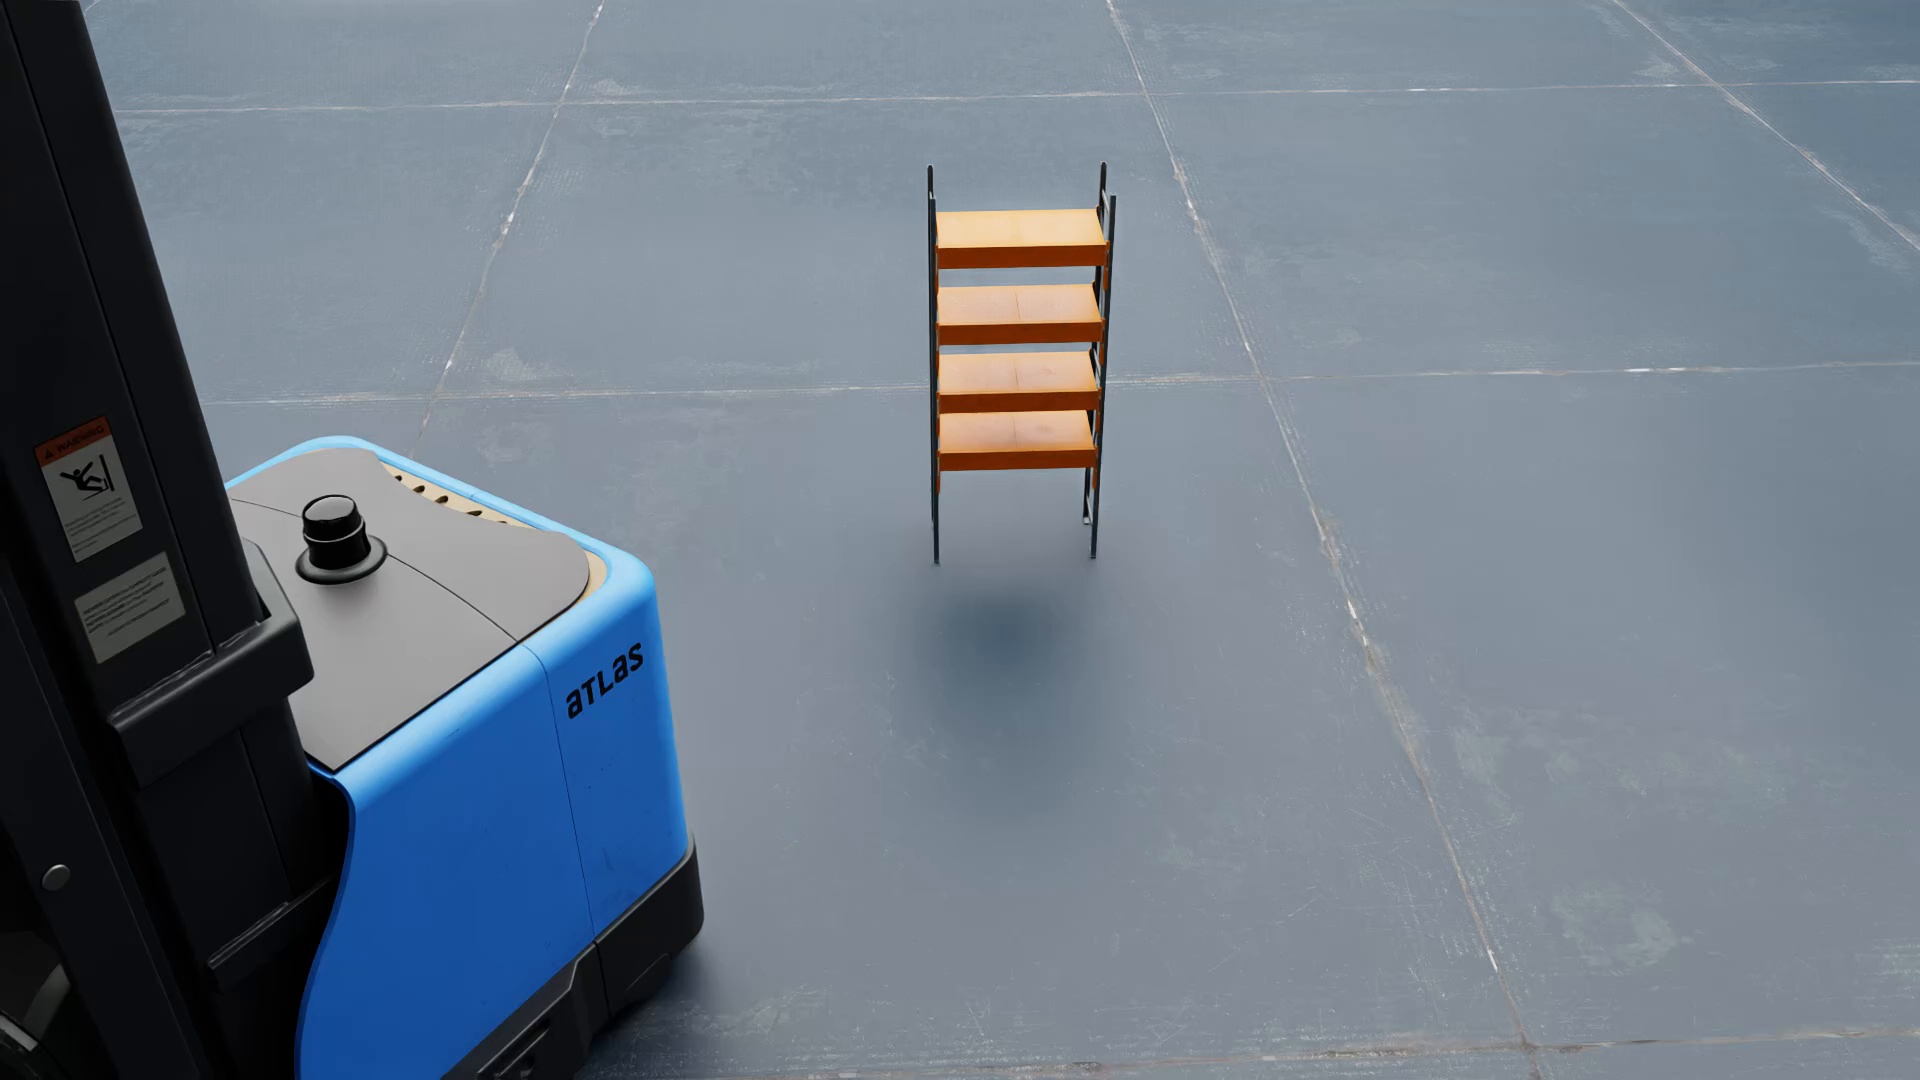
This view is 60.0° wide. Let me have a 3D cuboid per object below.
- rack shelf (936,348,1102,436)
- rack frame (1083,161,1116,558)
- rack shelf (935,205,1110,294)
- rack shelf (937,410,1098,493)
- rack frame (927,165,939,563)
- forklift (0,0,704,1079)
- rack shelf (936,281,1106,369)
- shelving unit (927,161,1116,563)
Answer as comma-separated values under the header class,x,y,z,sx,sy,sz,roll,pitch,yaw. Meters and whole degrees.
class,x,y,z,sx,sy,sz,roll,pitch,yaw
rack shelf,0.165,-0.443,4.953,0.480,0.148,0.258,-2,35,-2
rack frame,0.409,-0.504,4.924,0.015,1.200,0.240,-2,35,-2
rack shelf,0.165,-0.821,4.691,0.480,0.148,0.258,-2,35,-2
rack shelf,0.165,-0.279,5.066,0.480,0.148,0.258,-2,35,-2
rack frame,-0.078,-0.491,4.905,0.015,1.200,0.240,-2,35,-2
forklift,-1.826,0.271,2.283,1.130,2.935,3.031,21,40,27
rack shelf,0.165,-0.626,4.826,0.480,0.148,0.258,-2,35,-2
shelving unit,0.165,-0.498,4.915,0.503,1.200,0.258,-2,35,-2
